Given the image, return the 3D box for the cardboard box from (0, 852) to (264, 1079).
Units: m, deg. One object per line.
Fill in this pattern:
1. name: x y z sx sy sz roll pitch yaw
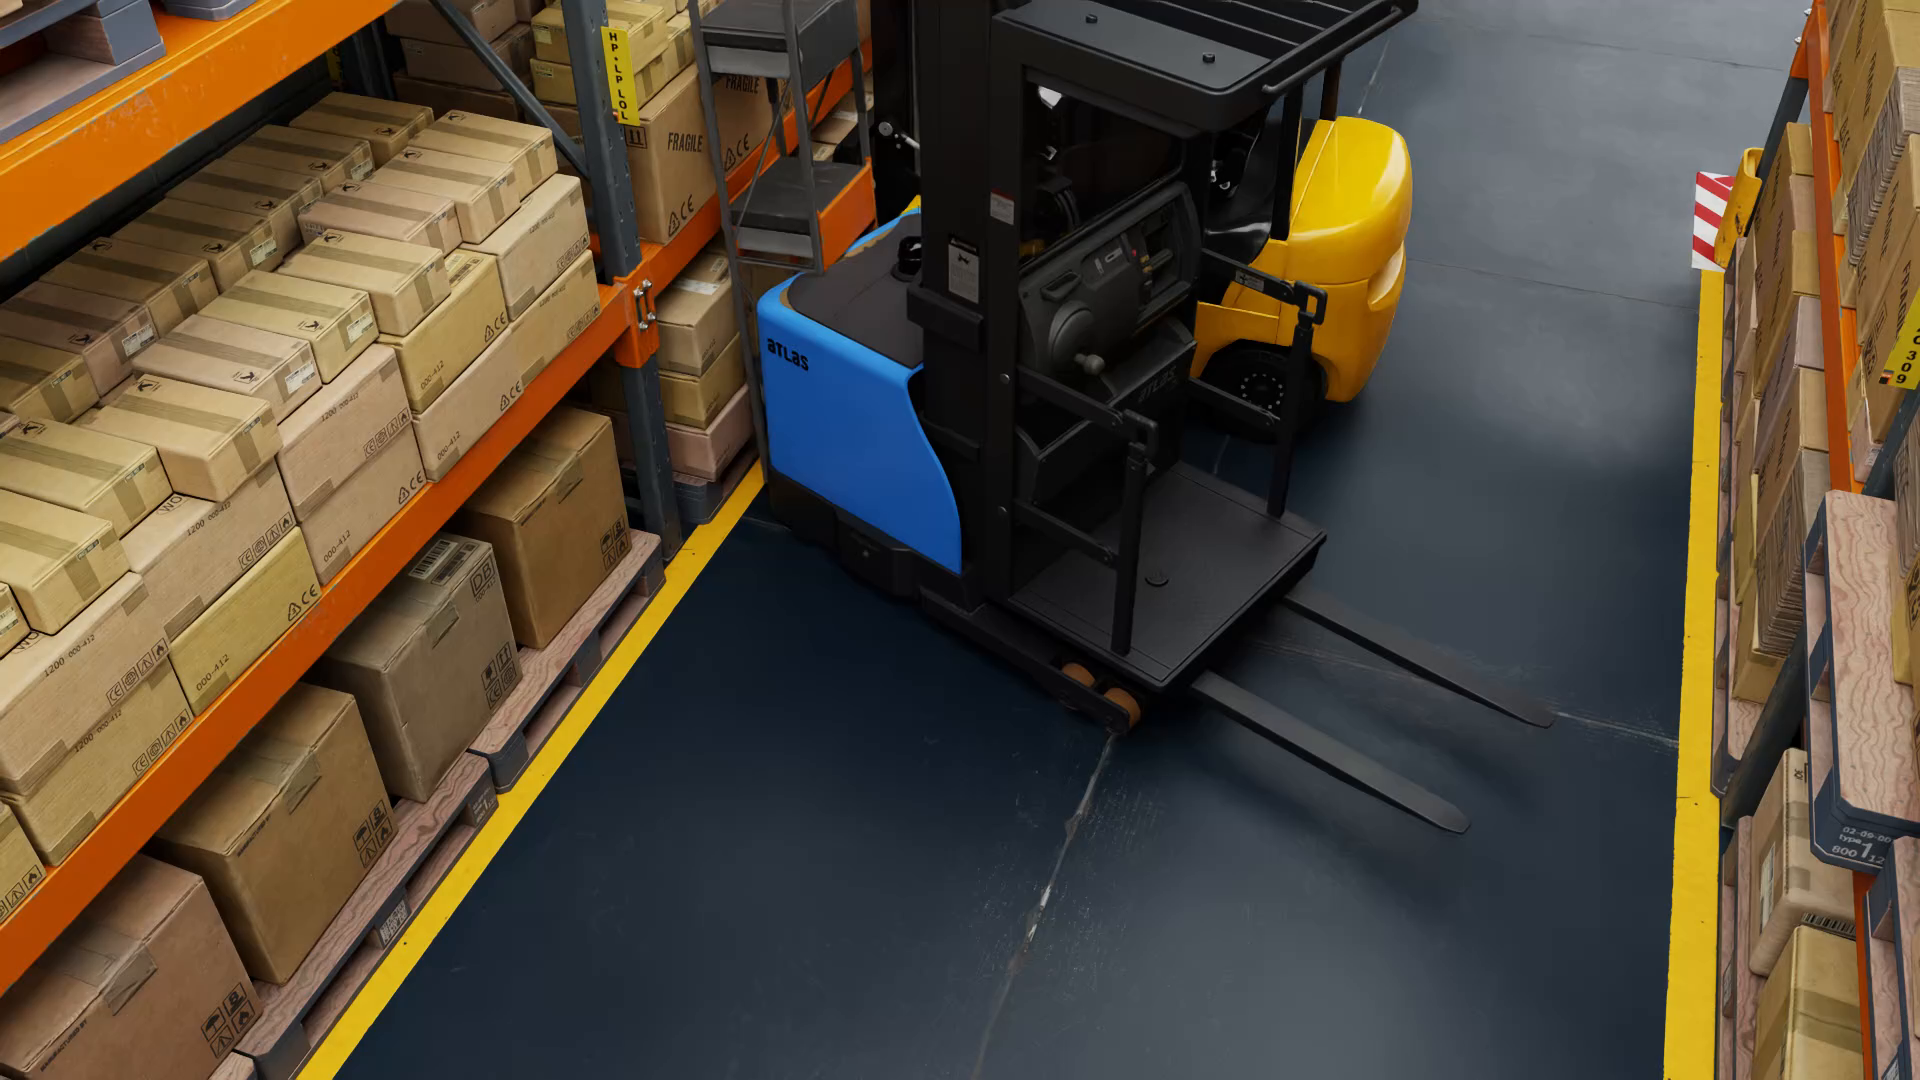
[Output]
1. cardboard box: -2.535 1.211 4.526 0.875 0.625 0.625 15 43 16

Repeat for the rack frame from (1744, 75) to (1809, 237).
1. rack frame: 4.425 -2.535 7.411 1.000 3.000 0.127 13 42 15

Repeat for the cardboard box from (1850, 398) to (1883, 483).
1. cardboard box: 2.880 -0.264 4.942 0.380 0.149 0.250 13 42 15

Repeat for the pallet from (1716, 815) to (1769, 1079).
1. pallet: 2.792 1.440 4.899 1.003 0.211 1.213 13 42 15

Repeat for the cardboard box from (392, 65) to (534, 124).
1. cardboard box: -1.709 -1.567 6.199 0.500 0.500 0.500 13 42 15

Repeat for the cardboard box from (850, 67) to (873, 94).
1. cardboard box: -0.438 -2.156 7.991 0.500 0.250 0.500 14 42 16

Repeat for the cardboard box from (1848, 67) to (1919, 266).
1. cardboard box: 3.318 -1.206 5.546 0.500 0.500 0.500 14 43 16

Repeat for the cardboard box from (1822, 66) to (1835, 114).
1. cardboard box: 3.744 -1.833 6.781 0.380 0.149 0.250 14 42 16

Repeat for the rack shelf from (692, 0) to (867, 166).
1. rack shelf: -0.646 -1.722 6.039 0.431 0.518 0.480 11 40 19

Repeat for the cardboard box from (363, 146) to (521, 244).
1. cardboard box: -1.588 -1.061 5.106 0.380 0.149 0.250 13 42 14

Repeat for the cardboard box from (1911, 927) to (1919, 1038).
1. cardboard box: 2.099 0.896 3.259 0.380 0.149 0.250 15 43 17

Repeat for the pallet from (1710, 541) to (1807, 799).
1. pallet: 3.253 0.548 5.945 1.003 0.211 1.213 13 42 15

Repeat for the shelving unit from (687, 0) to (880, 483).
1. shelving unit: -0.607 -1.181 6.459 0.431 2.100 0.503 11 40 19

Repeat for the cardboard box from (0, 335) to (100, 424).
1. cardboard box: -2.496 -0.394 4.323 0.380 0.149 0.250 14 42 15

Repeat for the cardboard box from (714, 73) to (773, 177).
1. cardboard box: -1.049 -1.767 6.433 0.500 0.500 0.500 14 42 16

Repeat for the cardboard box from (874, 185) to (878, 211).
1. cardboard box: -0.627 -1.645 7.777 0.500 0.250 0.500 13 42 15

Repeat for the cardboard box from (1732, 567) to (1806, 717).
1. cardboard box: 3.006 0.370 5.800 0.500 0.250 0.500 15 43 17

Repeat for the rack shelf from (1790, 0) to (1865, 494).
1. rack shelf: 3.741 -1.042 6.214 1.077 0.370 4.000 13 42 15

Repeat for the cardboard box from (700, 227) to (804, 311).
1. cardboard box: -0.964 -1.224 6.898 0.500 0.250 0.500 13 42 15

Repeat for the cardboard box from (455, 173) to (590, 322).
1. cardboard box: -1.537 -0.972 5.309 0.500 0.250 0.500 12 42 14

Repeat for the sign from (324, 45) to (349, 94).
1. sign: -2.131 -1.677 5.676 0.100 0.325 0.005 13 42 15

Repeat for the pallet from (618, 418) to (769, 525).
1. pallet: -1.298 -0.610 7.302 1.003 0.211 1.213 13 42 15

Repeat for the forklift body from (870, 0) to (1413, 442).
1. forklift body: 0.825 -1.750 7.145 2.313 2.155 1.214 13 42 15

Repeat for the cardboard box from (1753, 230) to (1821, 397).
1. cardboard box: 3.527 -0.865 6.670 0.500 0.500 0.500 14 42 16

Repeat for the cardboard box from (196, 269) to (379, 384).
1. cardboard box: -1.835 -0.588 4.551 0.380 0.149 0.250 12 42 14

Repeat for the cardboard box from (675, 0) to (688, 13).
1. cardboard box: -1.138 -2.059 6.046 0.380 0.149 0.250 13 42 14

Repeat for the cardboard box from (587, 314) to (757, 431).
1. cardboard box: -1.154 -0.726 6.699 0.500 0.250 0.500 13 42 15

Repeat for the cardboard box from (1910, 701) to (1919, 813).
1. cardboard box: 2.274 0.420 3.317 0.500 0.500 0.500 13 42 15

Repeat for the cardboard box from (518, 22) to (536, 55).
1. cardboard box: -1.688 -1.893 6.081 0.380 0.149 0.250 12 42 14

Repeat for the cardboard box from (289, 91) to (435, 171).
1. cardboard box: -1.931 -1.313 5.401 0.380 0.149 0.250 12 42 14

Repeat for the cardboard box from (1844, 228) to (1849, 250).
1. cardboard box: 3.340 -1.034 5.844 0.380 0.149 0.250 13 42 14

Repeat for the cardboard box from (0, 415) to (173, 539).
1. cardboard box: -2.161 -0.139 4.025 0.380 0.149 0.250 13 42 15

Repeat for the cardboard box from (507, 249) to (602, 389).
1. cardboard box: -1.536 -0.773 5.460 0.500 0.250 0.500 14 42 16

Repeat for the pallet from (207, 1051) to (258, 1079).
1. pallet: -2.659 1.812 4.464 1.003 0.211 1.213 13 42 15

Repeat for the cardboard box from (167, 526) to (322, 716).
1. cardboard box: -2.070 0.148 4.381 0.500 0.250 0.500 15 43 16

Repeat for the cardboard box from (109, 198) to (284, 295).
1. cardboard box: -2.226 -0.849 4.857 0.380 0.149 0.250 13 42 15

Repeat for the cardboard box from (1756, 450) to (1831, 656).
1. cardboard box: 3.007 0.085 5.557 0.500 0.500 0.500 13 42 14

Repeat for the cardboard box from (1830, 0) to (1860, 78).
1. cardboard box: 3.828 -2.143 6.644 0.500 0.500 0.500 15 43 16

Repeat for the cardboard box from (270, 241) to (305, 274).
1. cardboard box: -2.205 -0.771 5.073 0.500 0.250 0.500 13 42 15

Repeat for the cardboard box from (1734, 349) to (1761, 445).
1. cardboard box: 3.532 -0.573 6.906 0.500 0.250 0.500 16 43 18

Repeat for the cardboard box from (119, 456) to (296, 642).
1. cardboard box: -2.076 -0.043 4.219 0.500 0.250 0.500 14 42 16

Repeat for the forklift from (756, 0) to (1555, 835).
1. forklift: 0.673 -0.810 5.441 3.031 2.935 1.130 29 48 30

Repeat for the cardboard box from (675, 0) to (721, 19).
1. cardboard box: -1.103 -1.939 6.135 0.380 0.149 0.250 13 42 15

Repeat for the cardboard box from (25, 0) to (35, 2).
1. cardboard box: -1.963 -1.230 3.362 0.380 0.149 0.250 13 42 15

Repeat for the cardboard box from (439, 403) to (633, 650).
1. cardboard box: -1.777 -0.131 6.098 0.875 0.625 0.625 15 43 17
